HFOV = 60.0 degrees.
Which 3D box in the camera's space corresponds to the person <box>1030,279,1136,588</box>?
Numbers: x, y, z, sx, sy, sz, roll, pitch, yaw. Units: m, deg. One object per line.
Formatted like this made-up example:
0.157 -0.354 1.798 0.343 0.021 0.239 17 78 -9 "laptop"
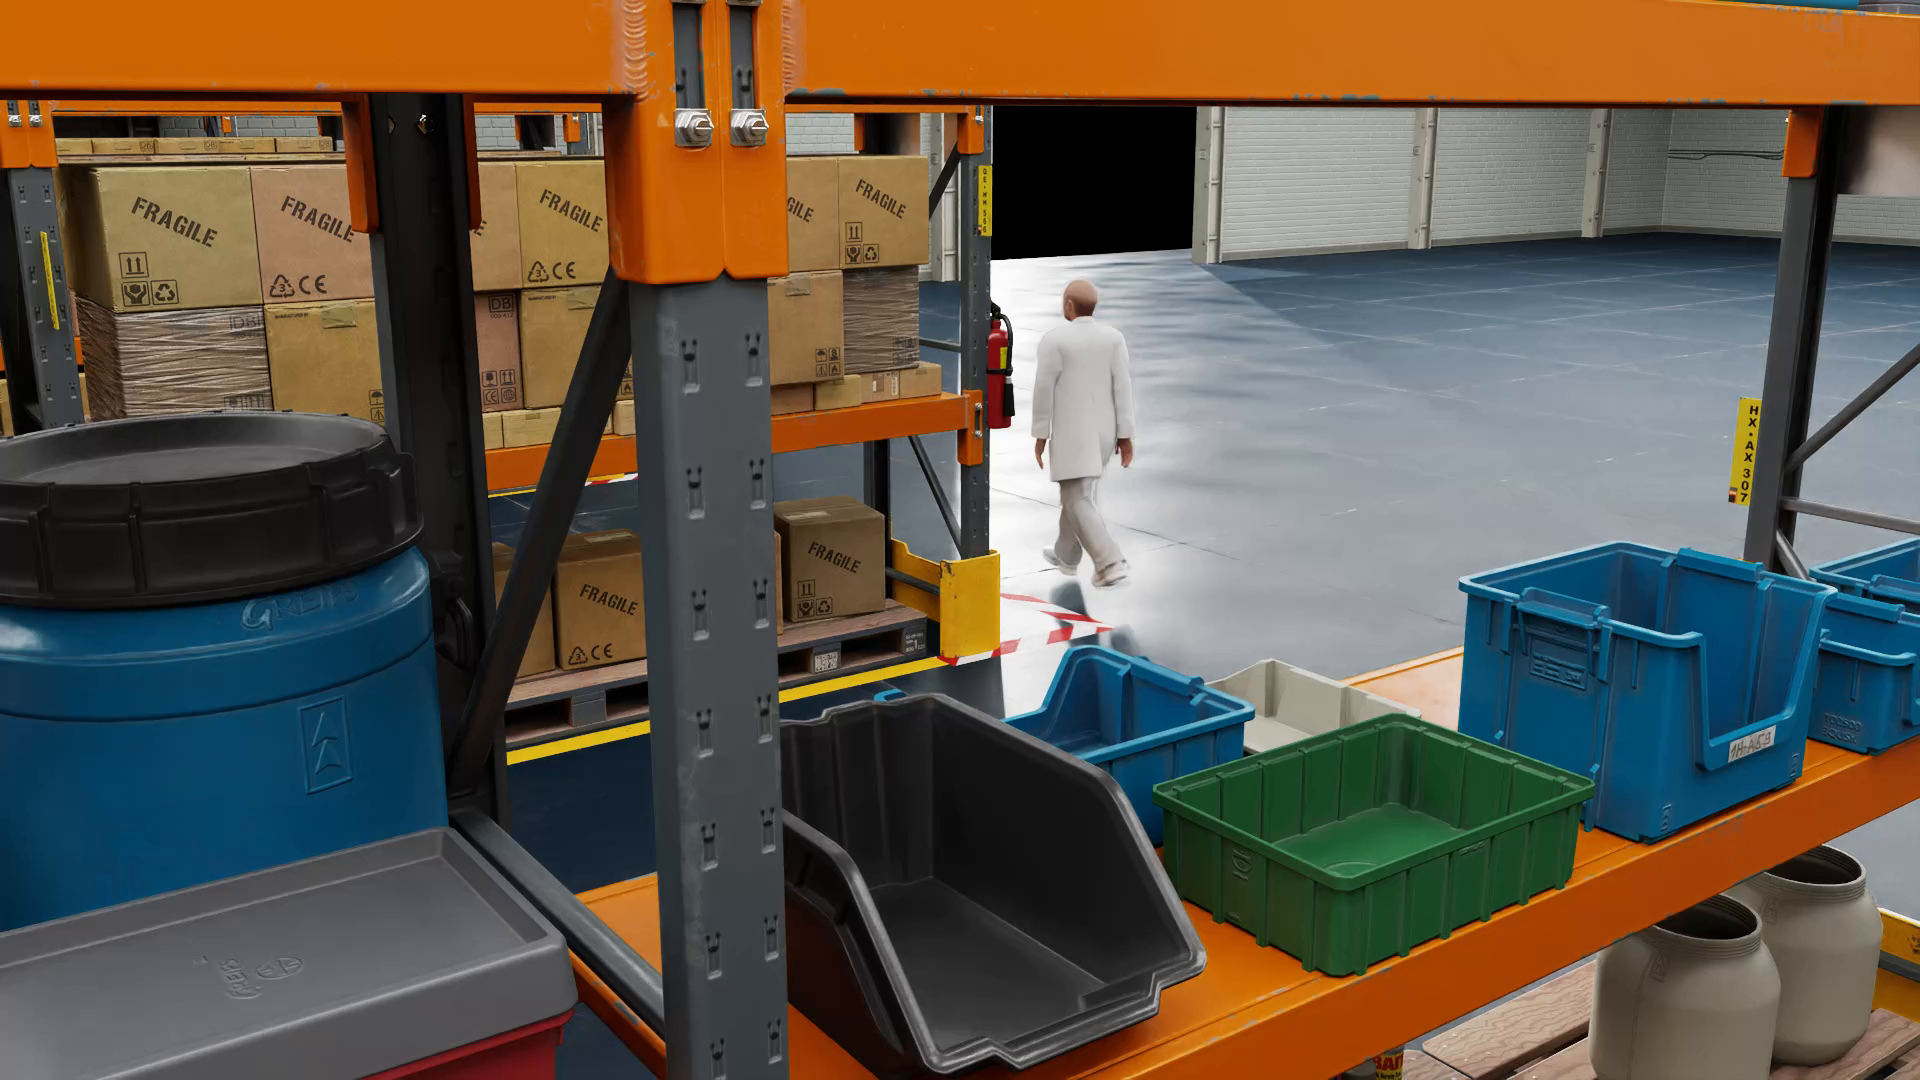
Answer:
0.690 -0.585 9.381 0.600 1.740 1.081 -8 16 -28 "person"
